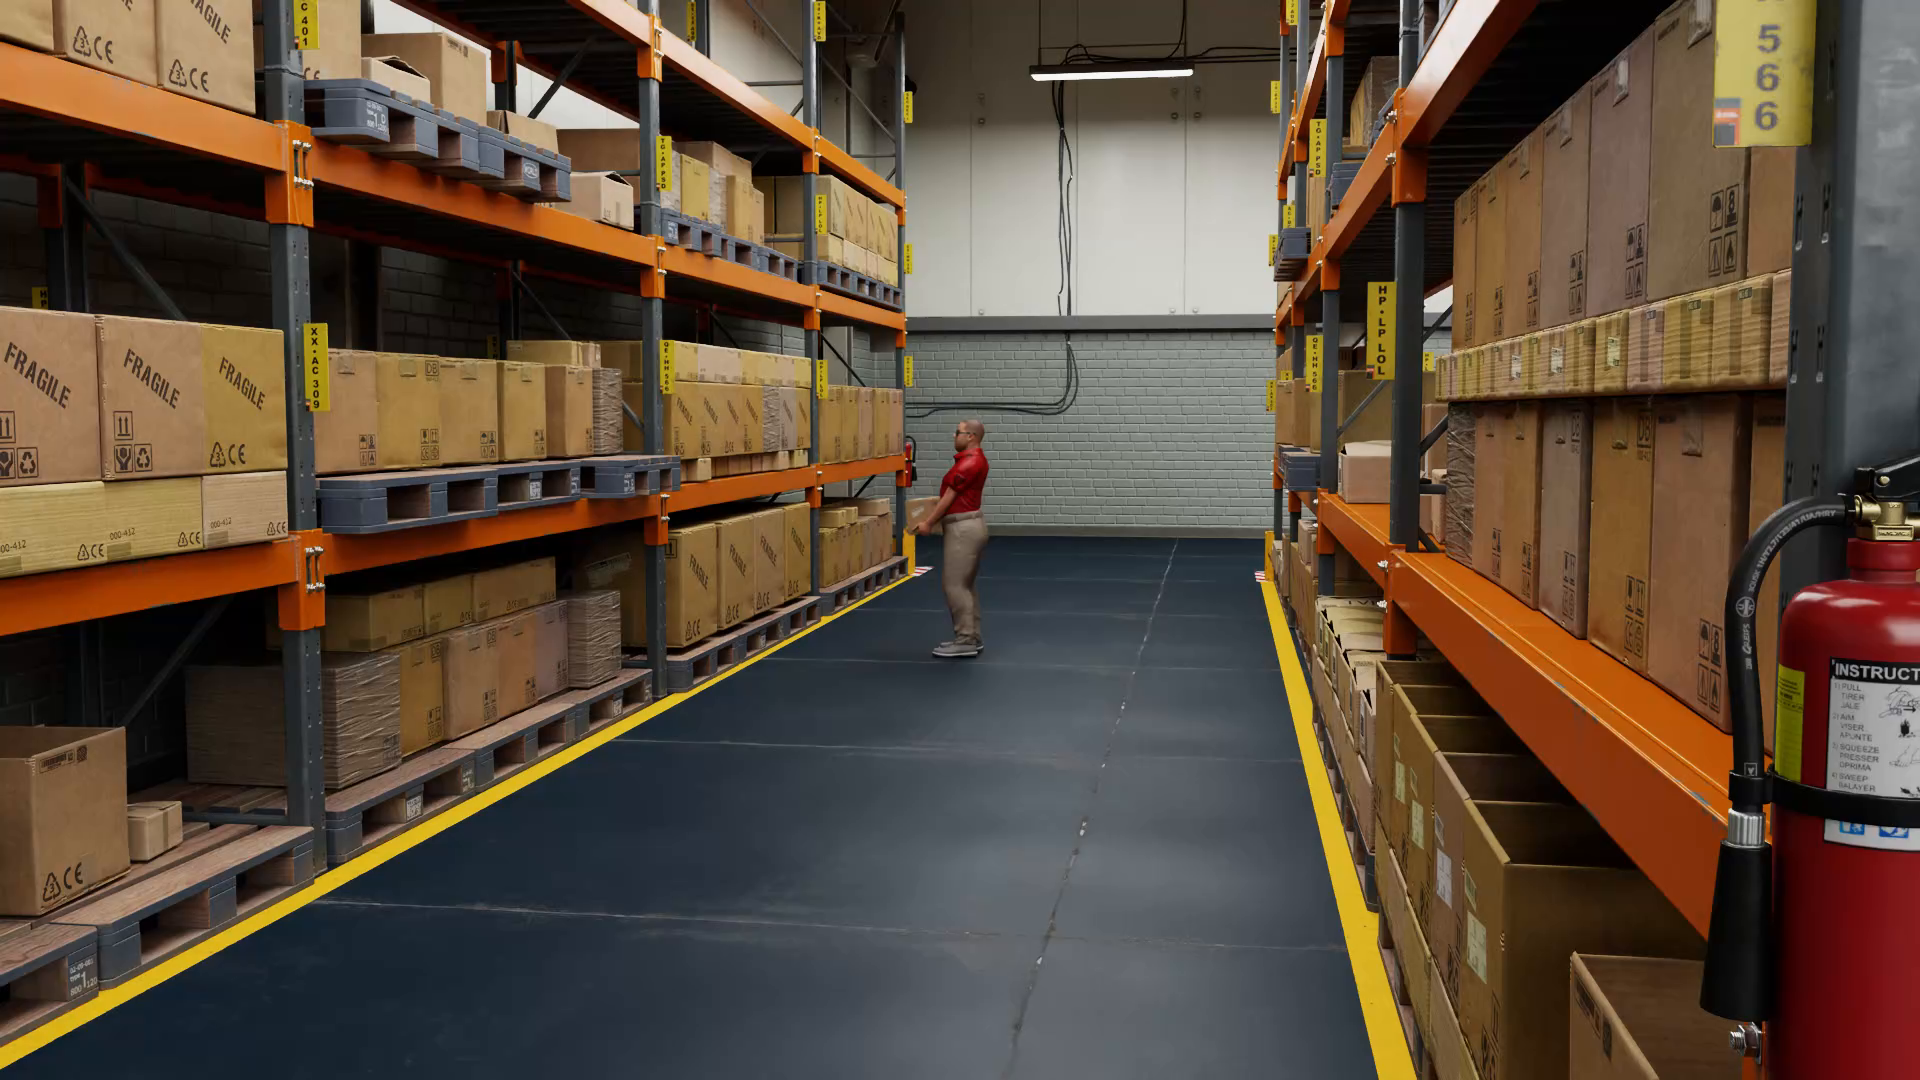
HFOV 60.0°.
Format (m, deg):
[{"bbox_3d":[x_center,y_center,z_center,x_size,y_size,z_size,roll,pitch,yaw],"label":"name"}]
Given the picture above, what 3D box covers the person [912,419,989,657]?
[{"bbox_3d":[-0.069,-0.021,12.096,0.530,1.716,0.495,1,4,10],"label":"person"}]
